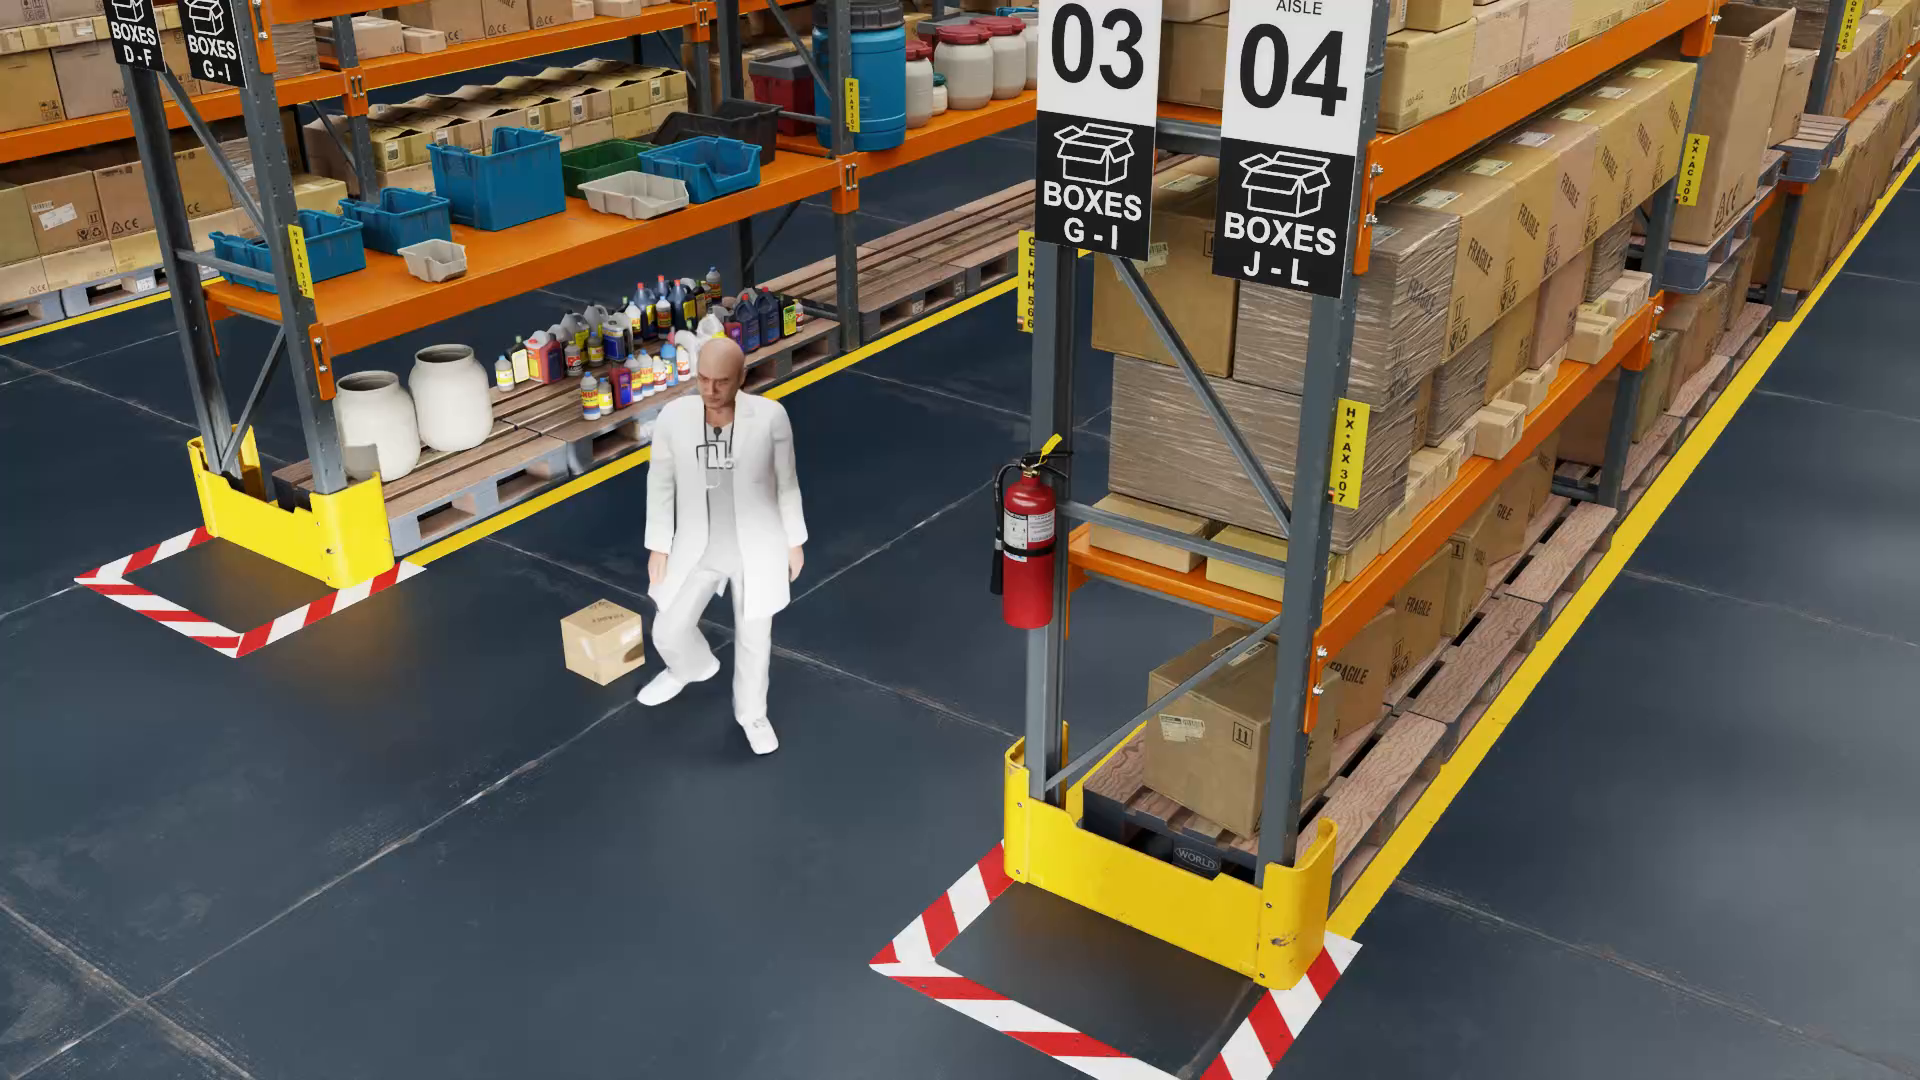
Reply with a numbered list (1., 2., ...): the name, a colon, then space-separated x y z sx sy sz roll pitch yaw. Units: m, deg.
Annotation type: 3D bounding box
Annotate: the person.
1. person: -0.987 0.003 6.600 0.769 1.767 0.561 1 27 1
